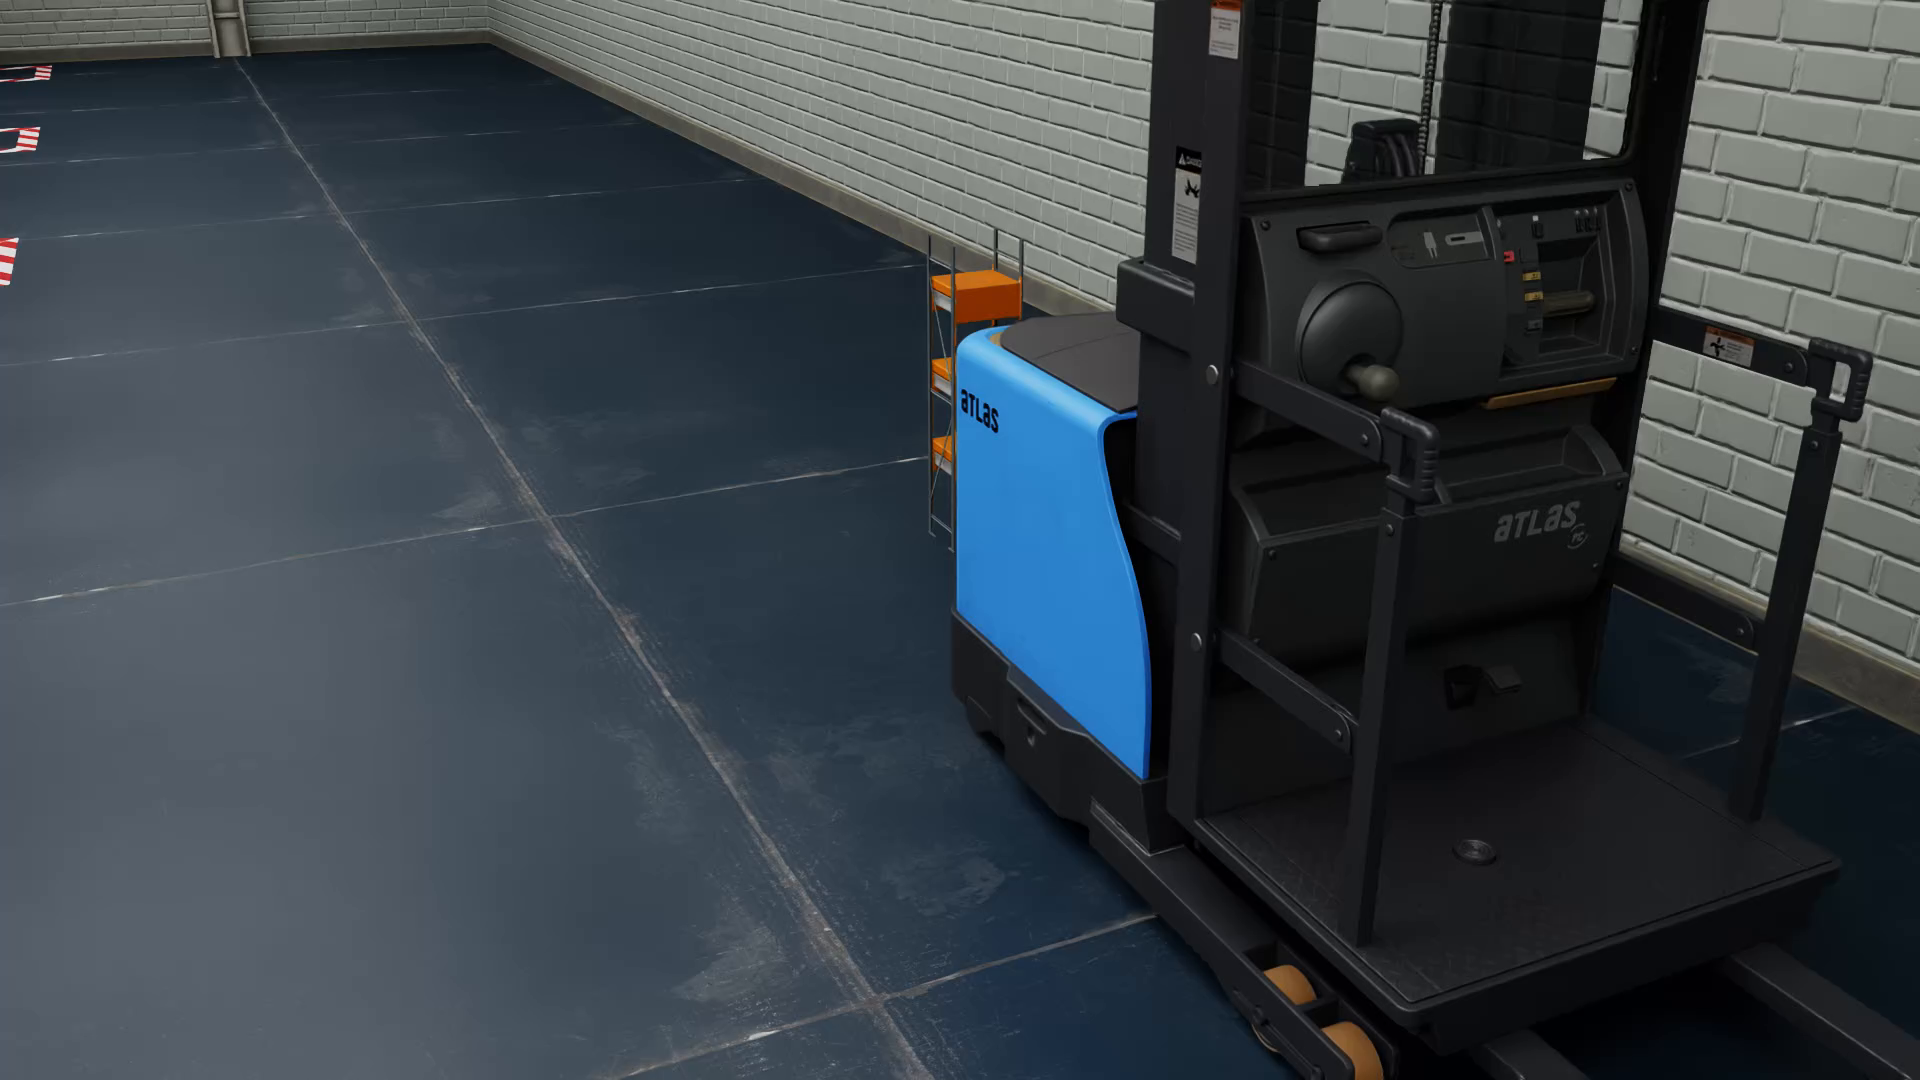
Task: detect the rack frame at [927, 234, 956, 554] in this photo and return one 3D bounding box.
[{"bbox_3d":[-0.062,-0.474,5.522,0.008,1.050,0.200,-10,25,-24],"label":"rack frame"}]

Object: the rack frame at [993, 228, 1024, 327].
[{"bbox_3d":[0.158,-0.514,5.620,0.008,1.050,0.200,-10,25,-24],"label":"rack frame"}]

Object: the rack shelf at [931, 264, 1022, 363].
[{"bbox_3d":[0.048,-0.746,5.466,0.240,0.259,0.215,-10,25,-24],"label":"rack shelf"}]

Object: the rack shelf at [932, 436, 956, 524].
[{"bbox_3d":[0.048,-0.227,5.681,0.240,0.259,0.215,-10,25,-24],"label":"rack shelf"}]

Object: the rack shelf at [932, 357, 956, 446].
[{"bbox_3d":[0.048,-0.484,5.575,0.240,0.259,0.215,-10,25,-24],"label":"rack shelf"}]

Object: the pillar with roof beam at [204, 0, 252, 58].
[{"bbox_3d":[-6.628,-8.332,14.113,0.400,9.000,9.100,-10,25,-24],"label":"pillar with roof beam"}]

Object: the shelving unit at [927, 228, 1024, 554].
[{"bbox_3d":[0.048,-0.494,5.571,0.252,1.050,0.215,-10,25,-24],"label":"shelving unit"}]

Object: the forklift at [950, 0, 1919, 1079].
[{"bbox_3d":[1.056,-0.464,3.038,1.130,2.935,3.031,-10,25,-23],"label":"forklift"}]
